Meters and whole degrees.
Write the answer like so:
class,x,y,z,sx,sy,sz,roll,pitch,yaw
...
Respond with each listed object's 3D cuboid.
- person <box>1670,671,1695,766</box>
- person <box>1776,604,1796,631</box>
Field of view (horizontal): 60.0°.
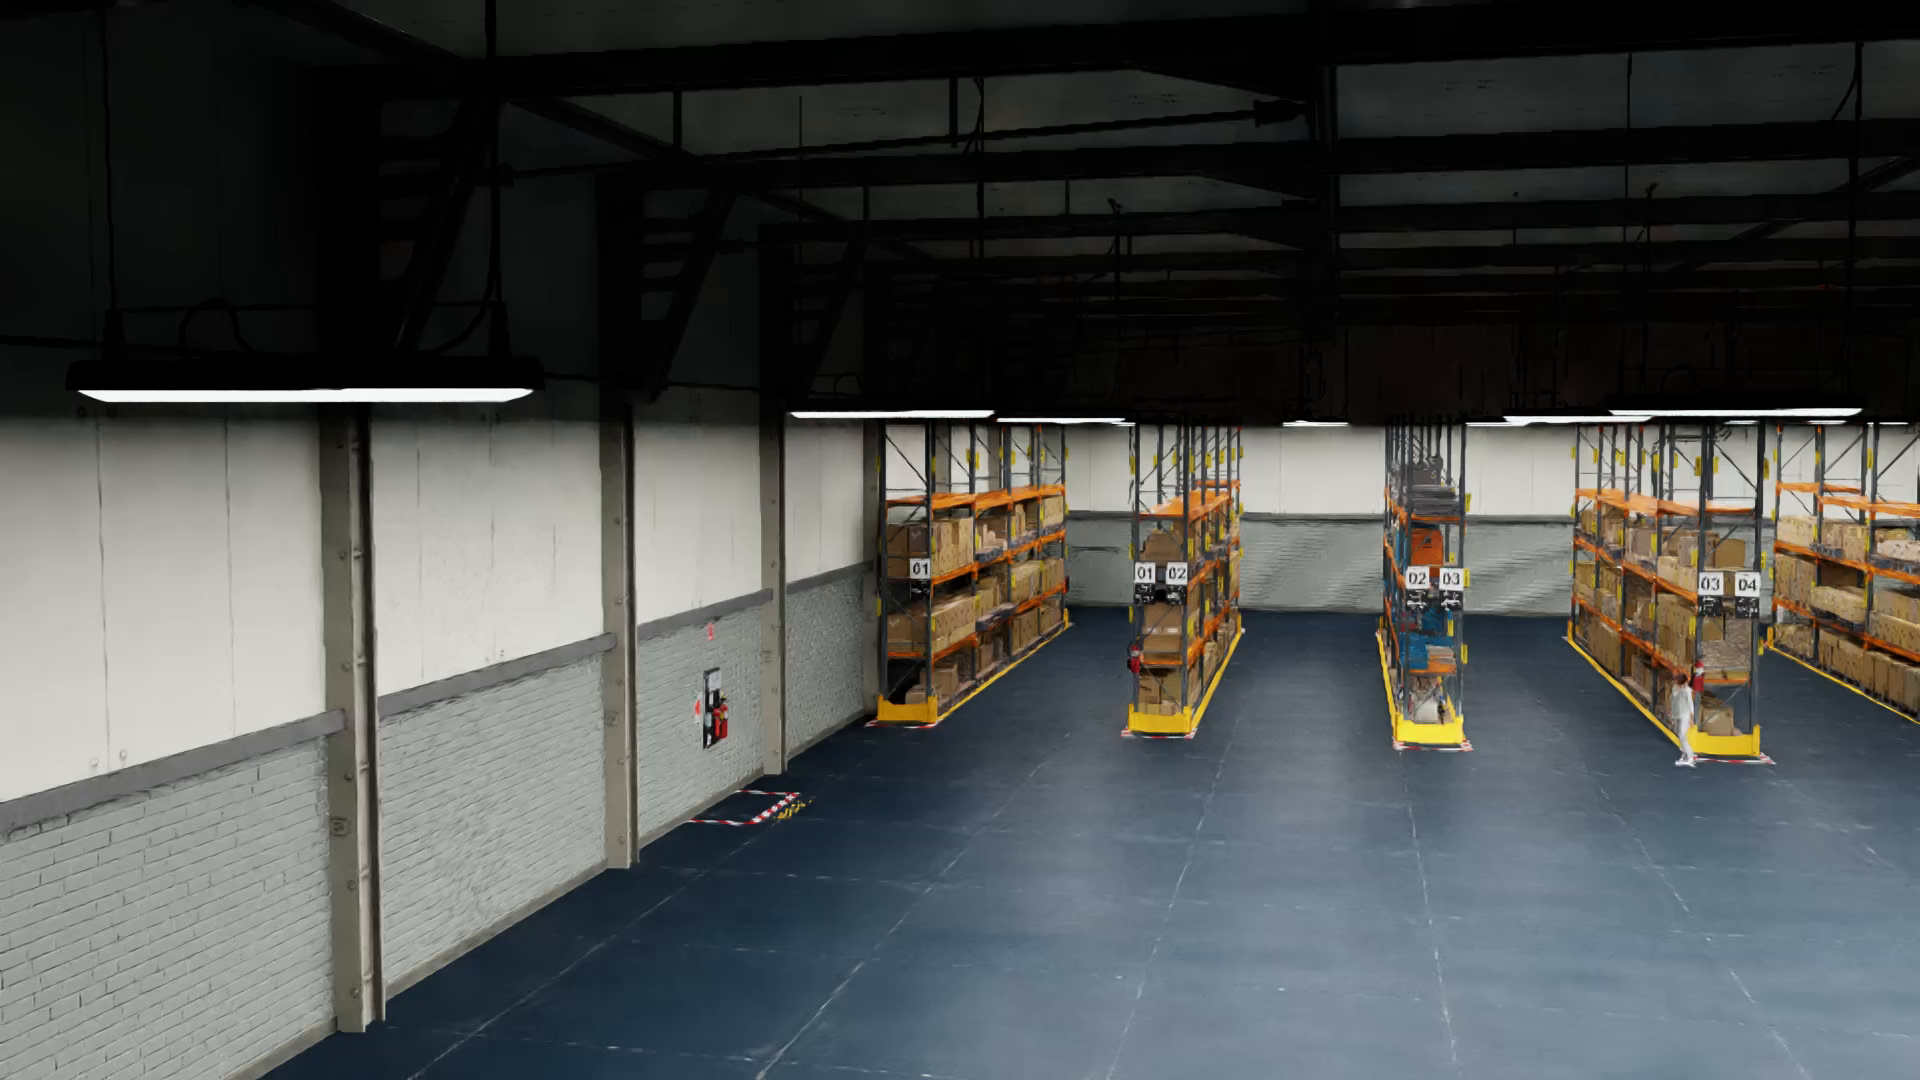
class,x,y,z,sx,sy,sz,roll,pitch,yaw
person,12.232,3.013,28.128,0.355,1.592,0.517,-1,4,-15
person,23.072,1.720,46.349,0.631,1.733,1.019,3,5,37
